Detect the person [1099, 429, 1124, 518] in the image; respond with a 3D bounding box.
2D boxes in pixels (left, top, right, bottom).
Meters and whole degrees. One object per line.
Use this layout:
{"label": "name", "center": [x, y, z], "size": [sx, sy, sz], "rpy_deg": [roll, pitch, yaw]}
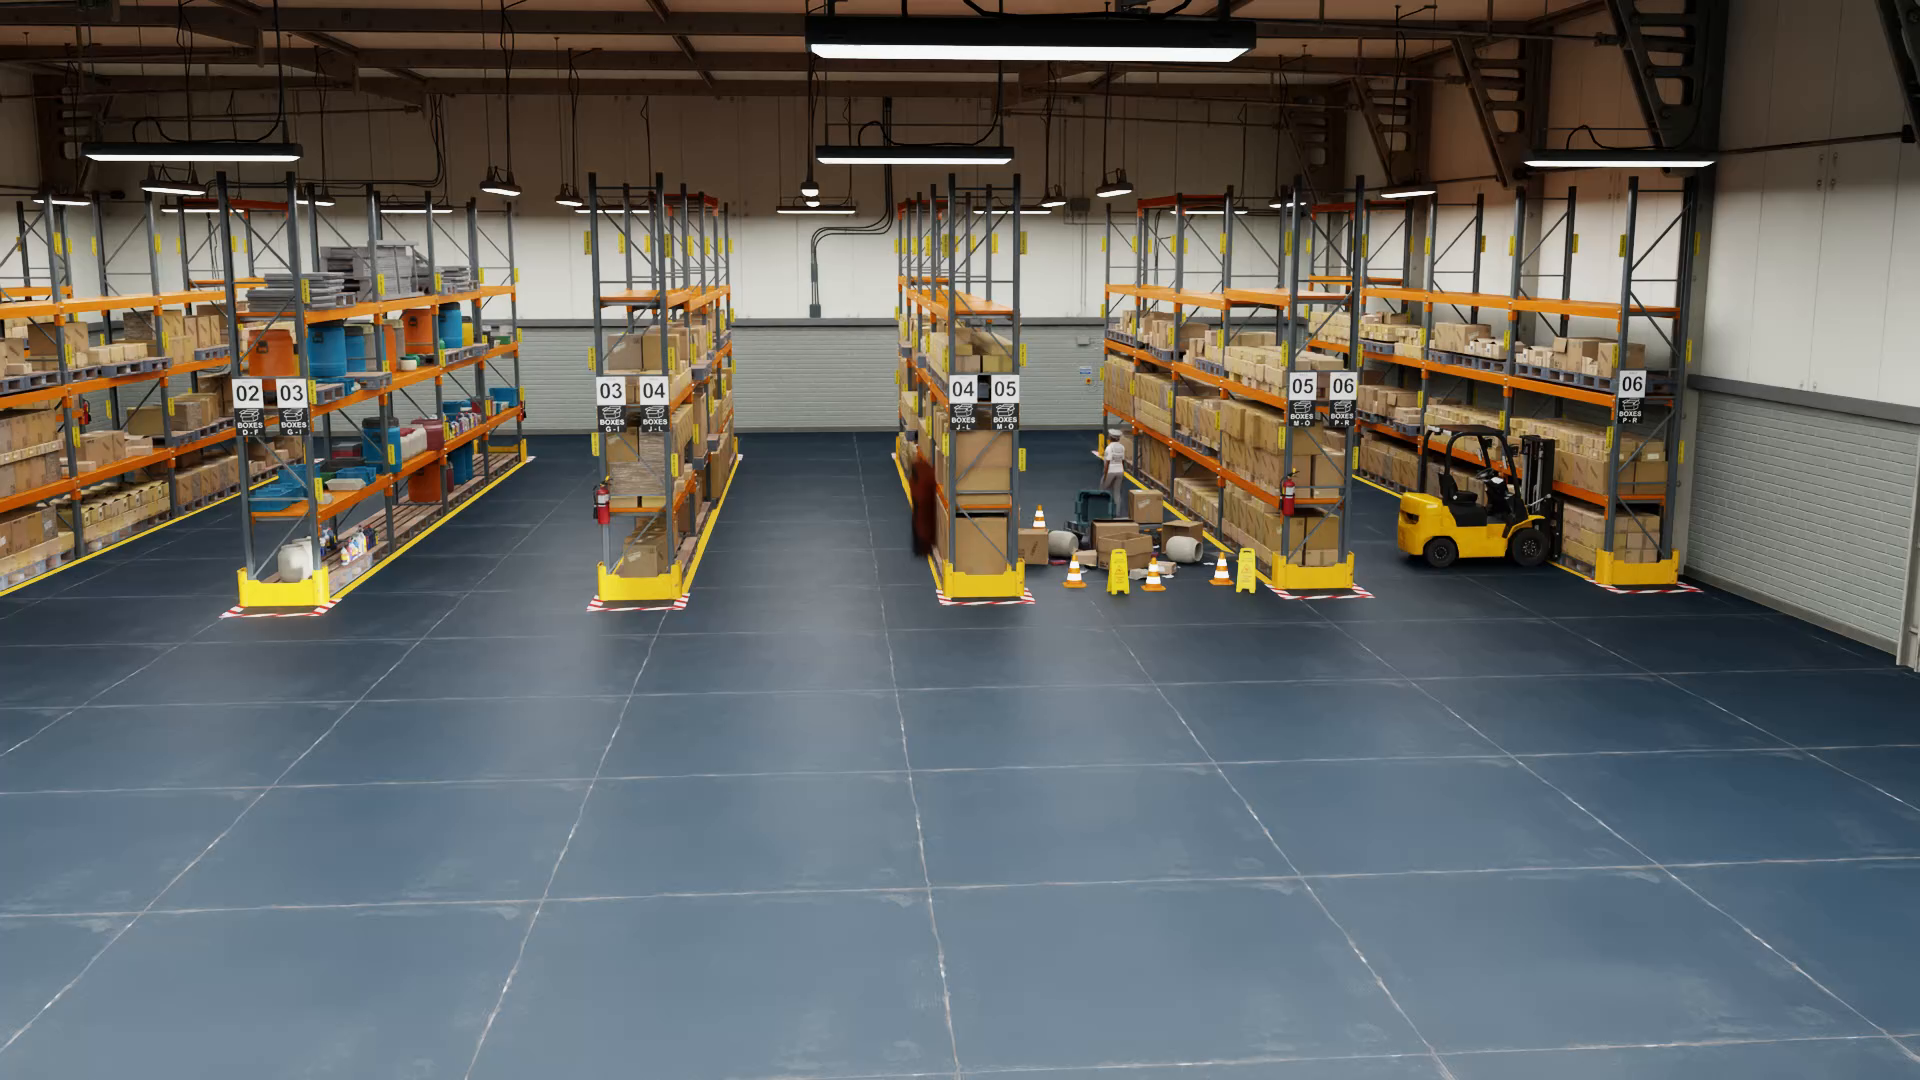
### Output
{"label": "person", "center": [2.812, -1.196, 30.703], "size": [0.505, 1.702, 0.370], "rpy_deg": [-7, 12, -35]}
